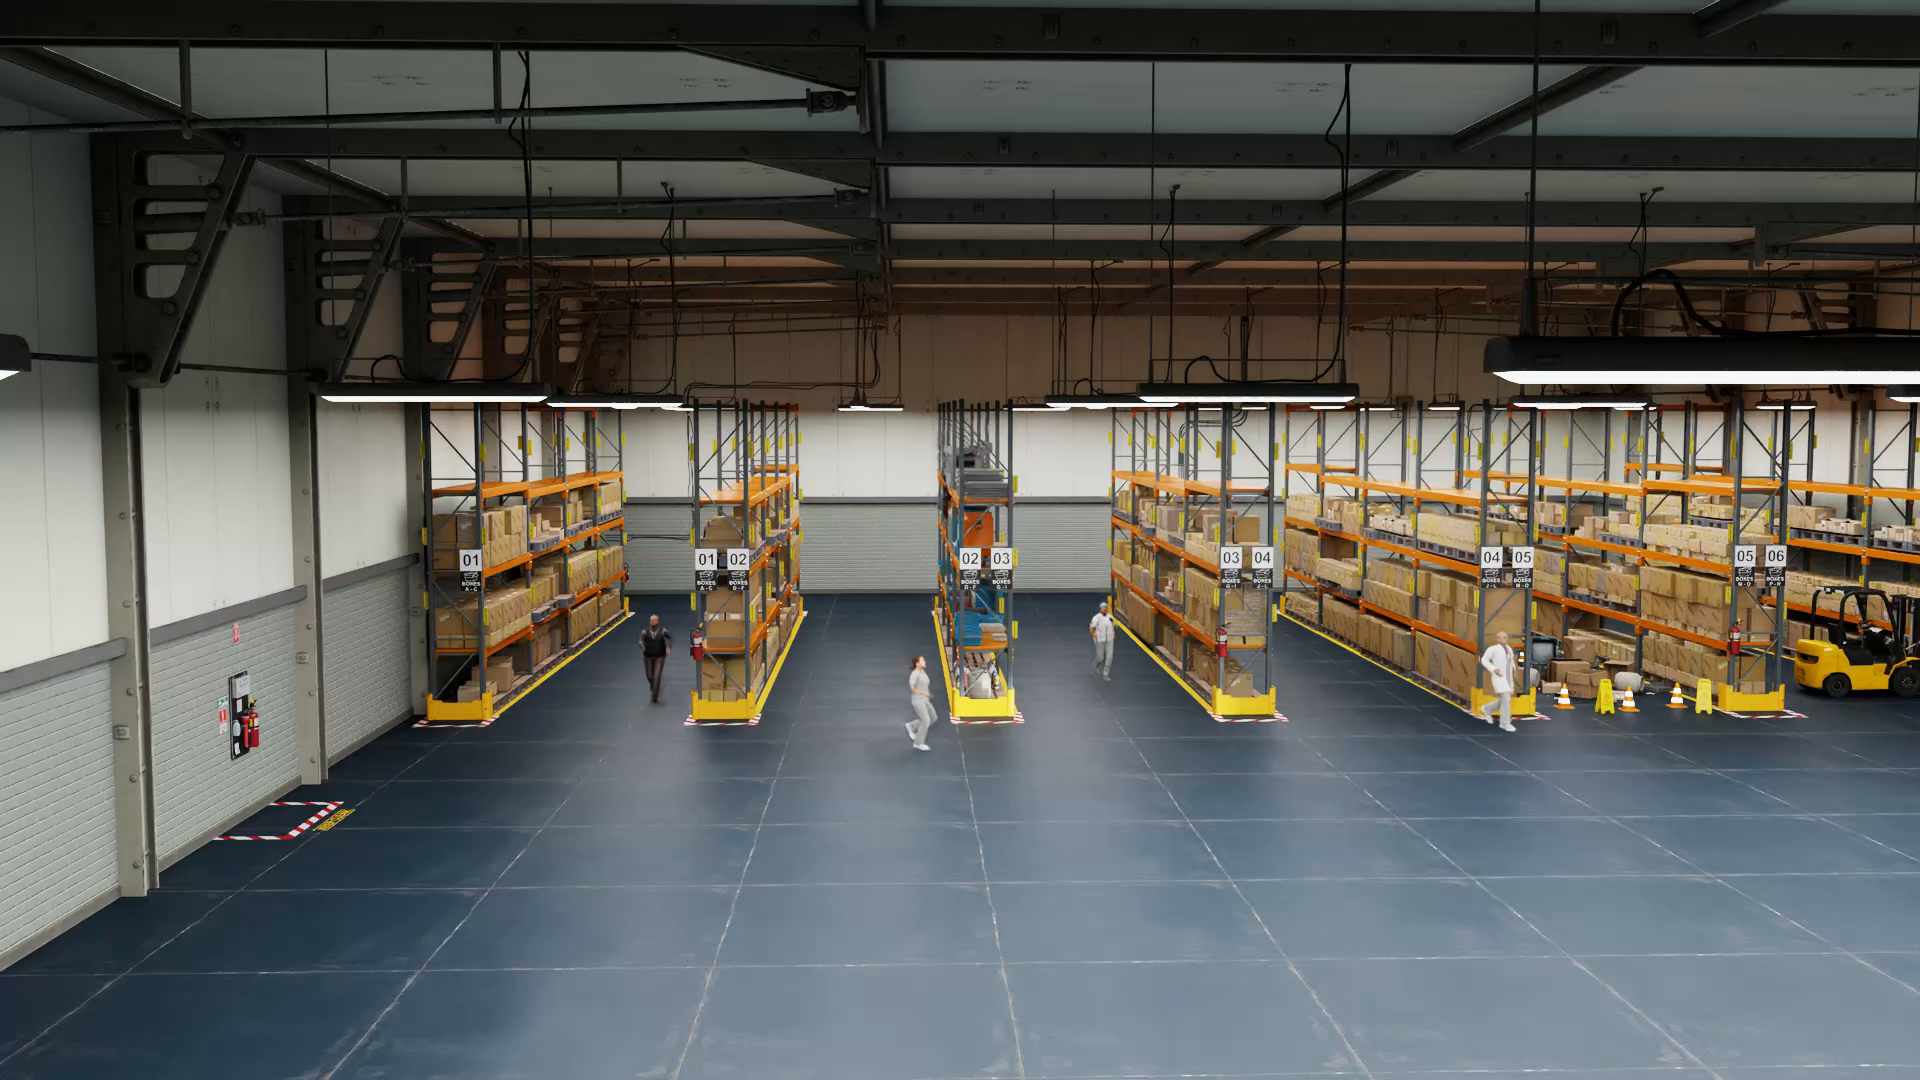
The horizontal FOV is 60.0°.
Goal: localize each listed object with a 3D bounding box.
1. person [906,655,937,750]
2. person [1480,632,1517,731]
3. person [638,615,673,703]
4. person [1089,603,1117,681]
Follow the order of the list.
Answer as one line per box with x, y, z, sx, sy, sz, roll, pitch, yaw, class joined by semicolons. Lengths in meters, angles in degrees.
-0.684;2.757;28.382;0.550;1.627;0.614;1;5;18;person
9.845;2.605;30.309;0.763;1.707;0.822;-2;5;-29;person
-6.090;2.351;33.223;0.676;1.689;0.971;0;4;-2;person
3.060;2.144;35.414;0.612;1.634;0.663;-1;4;-12;person
